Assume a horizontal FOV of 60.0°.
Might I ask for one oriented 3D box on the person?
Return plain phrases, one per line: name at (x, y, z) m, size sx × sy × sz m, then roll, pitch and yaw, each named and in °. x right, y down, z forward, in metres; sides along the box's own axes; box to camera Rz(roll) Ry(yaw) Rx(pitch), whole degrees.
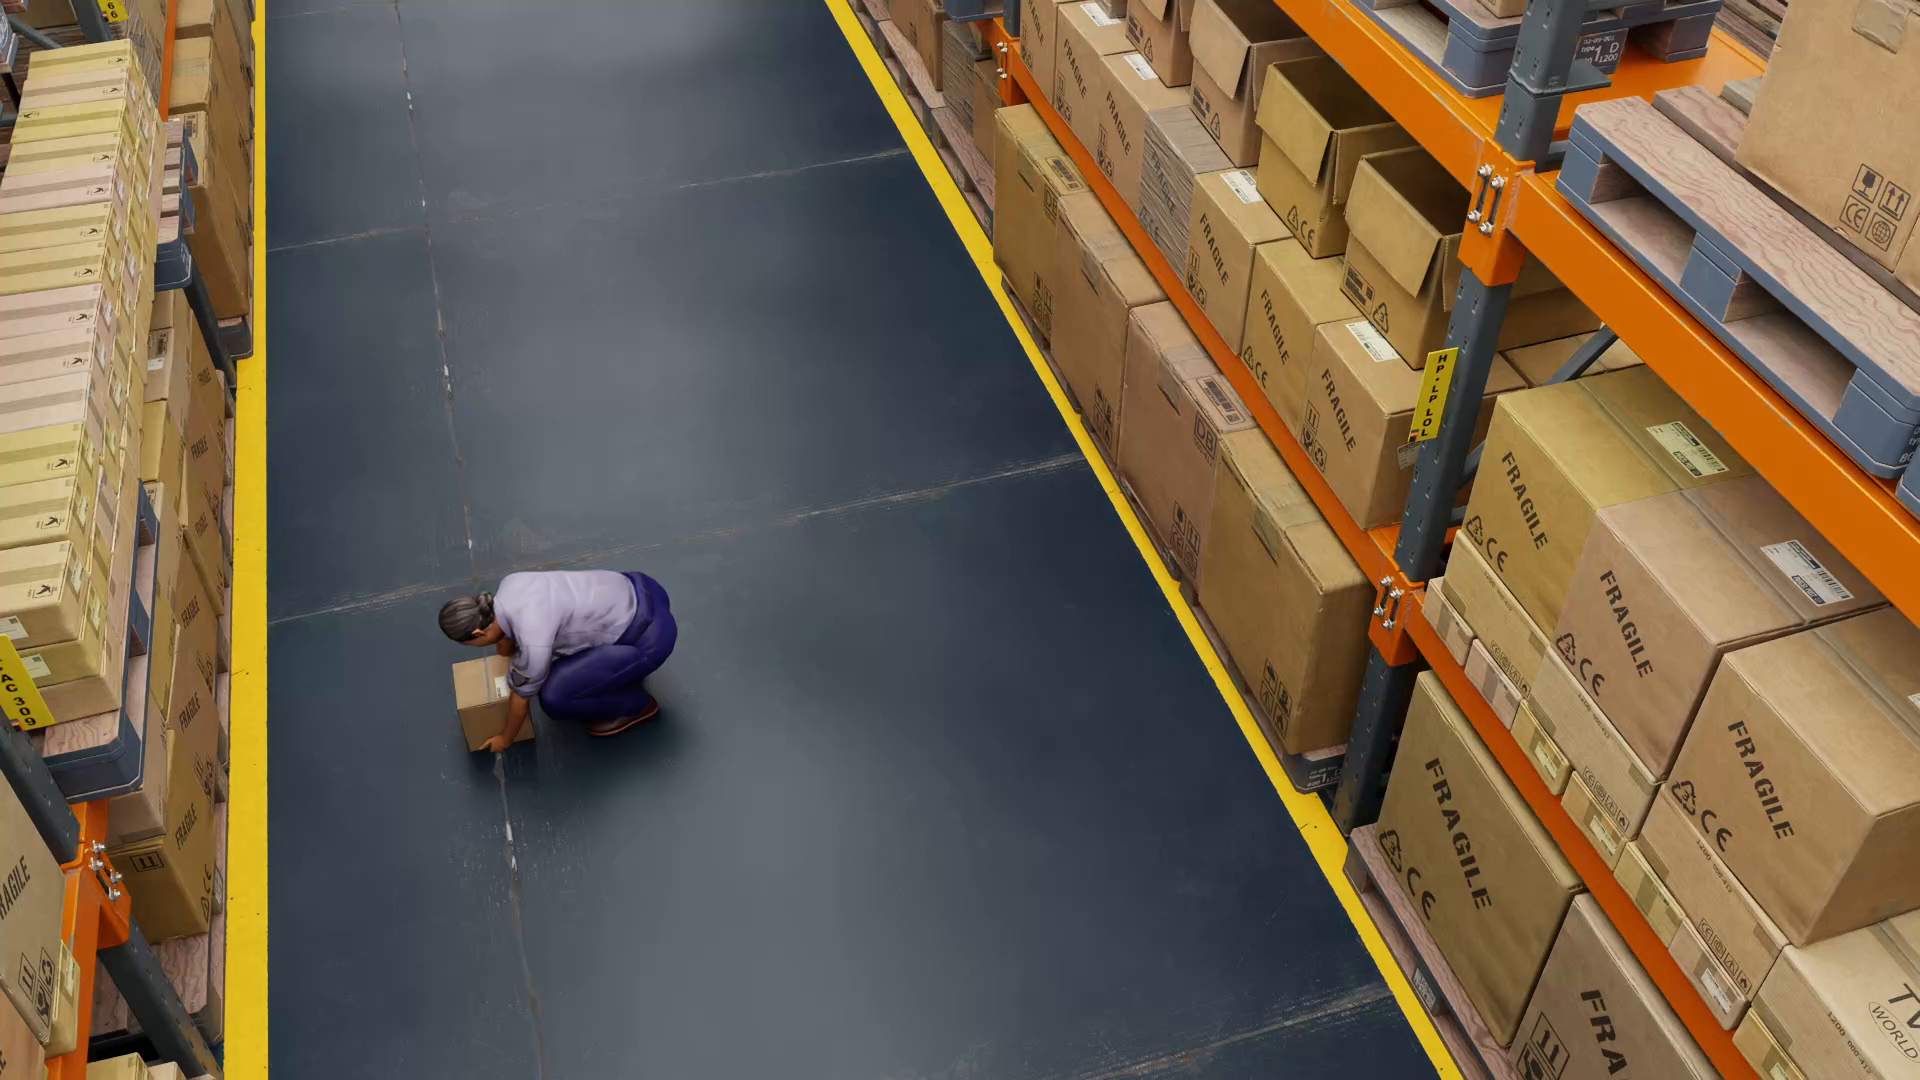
person at (-1.523, 0.418, 6.442) m, size 0.849 × 0.816 × 0.526 m, roll -12°, pitch 44°, yaw -13°
